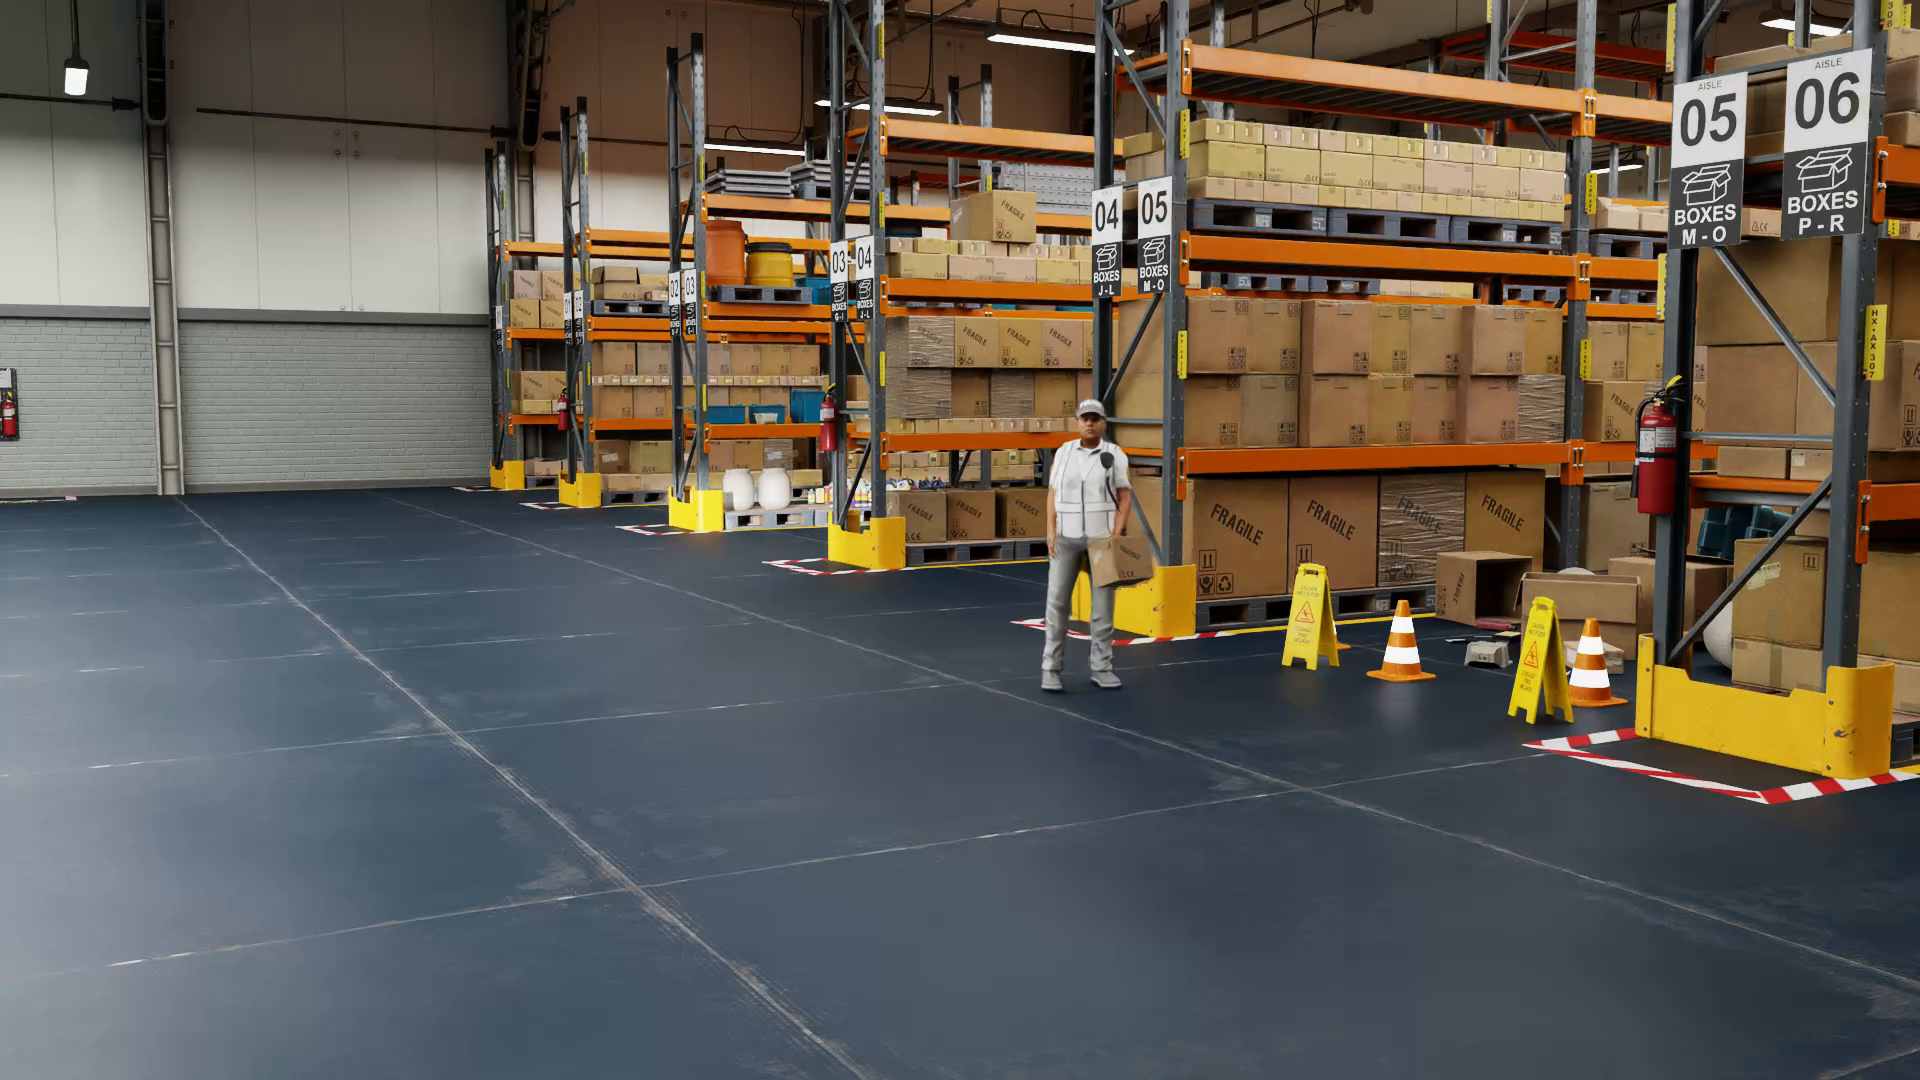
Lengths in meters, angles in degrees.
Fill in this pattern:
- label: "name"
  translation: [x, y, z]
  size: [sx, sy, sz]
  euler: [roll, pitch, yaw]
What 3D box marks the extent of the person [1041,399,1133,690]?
- label: "person"
  translation: [0.738, 0.020, 9.640]
  size: [0.514, 1.671, 0.506]
  euler: [1, 5, 9]
